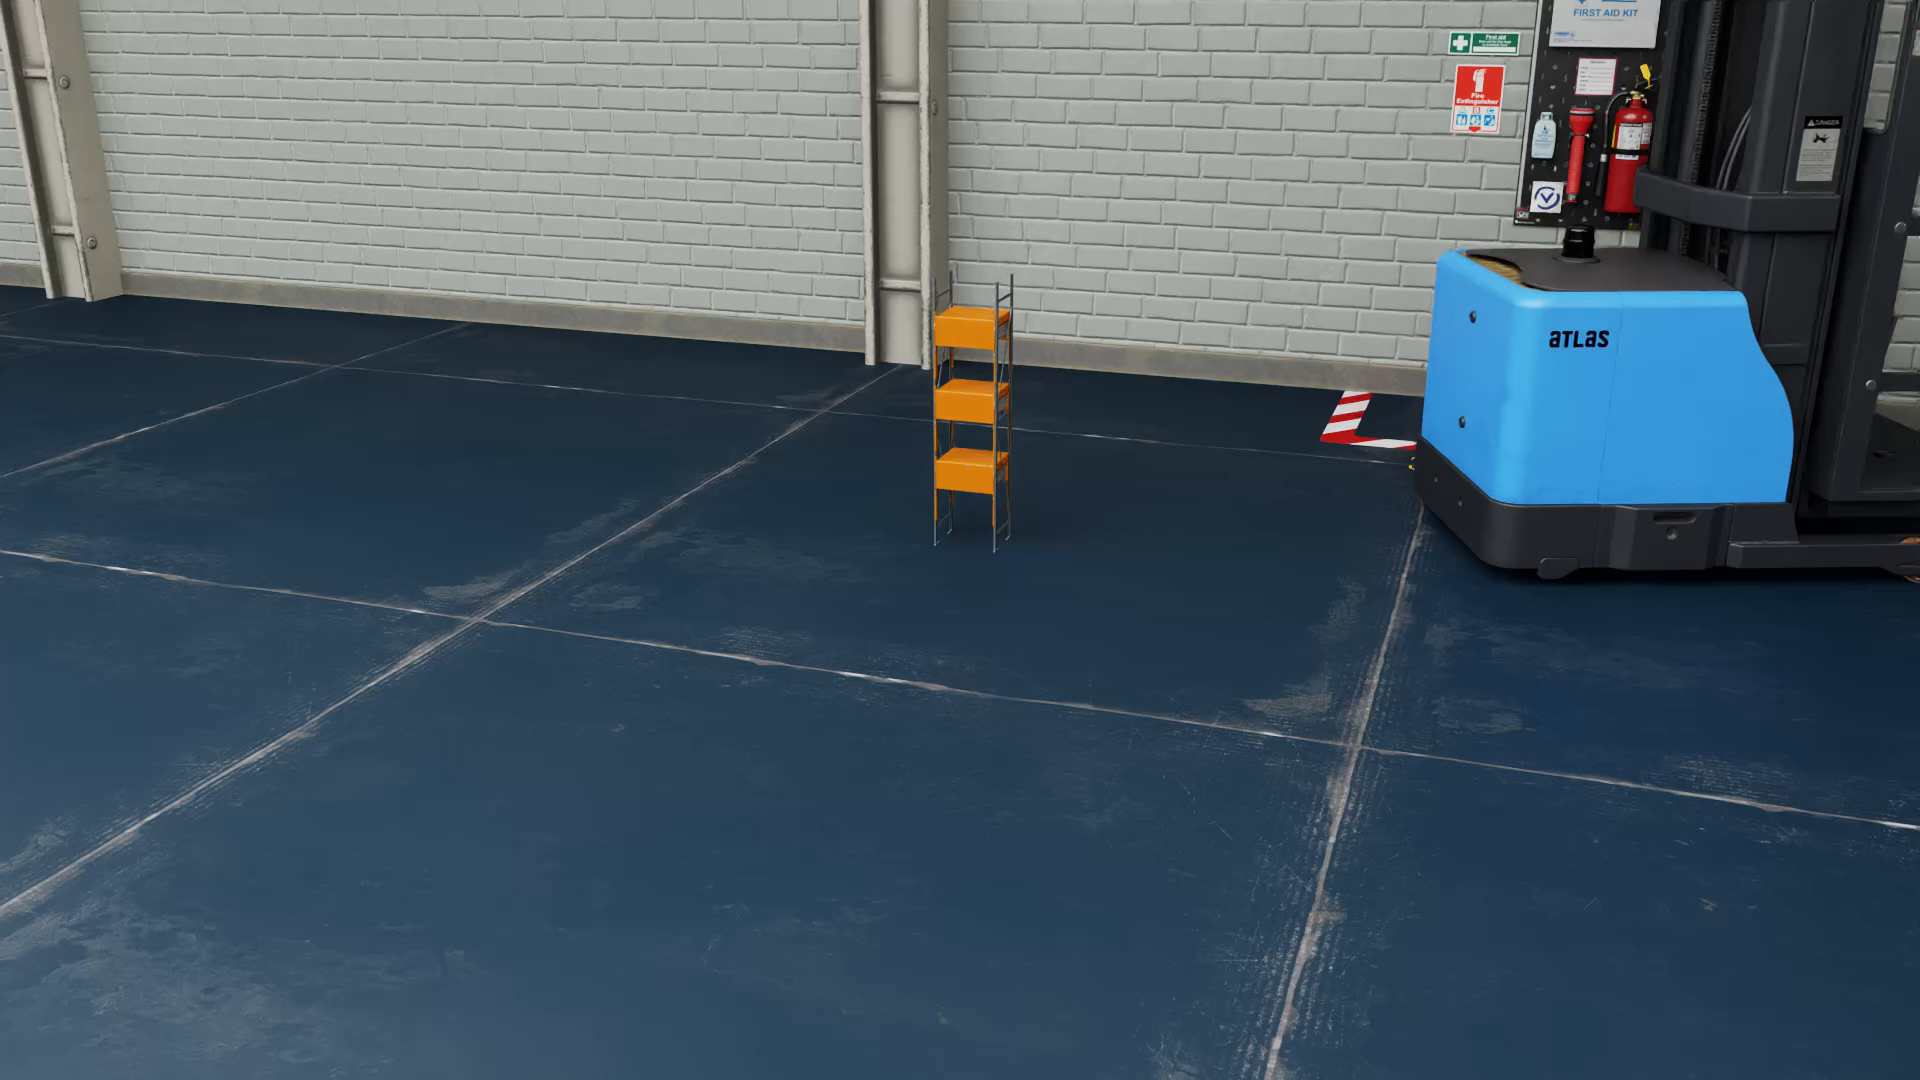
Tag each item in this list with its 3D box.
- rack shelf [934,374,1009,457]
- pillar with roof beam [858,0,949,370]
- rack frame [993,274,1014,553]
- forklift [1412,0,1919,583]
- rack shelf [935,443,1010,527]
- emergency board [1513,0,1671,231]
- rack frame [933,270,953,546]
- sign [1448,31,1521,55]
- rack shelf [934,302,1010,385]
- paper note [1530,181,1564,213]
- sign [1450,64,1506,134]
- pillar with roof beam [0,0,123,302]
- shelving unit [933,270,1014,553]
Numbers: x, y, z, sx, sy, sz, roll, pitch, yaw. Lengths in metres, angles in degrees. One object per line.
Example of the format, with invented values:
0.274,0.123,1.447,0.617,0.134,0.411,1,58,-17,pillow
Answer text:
0.051,-0.480,6.390,0.240,0.259,0.215,7,20,18,rack shelf
-1.714,-3.933,4.189,0.400,9.000,9.100,7,20,18,pillar with roof beam
0.166,-0.477,6.349,0.008,1.050,0.200,7,20,18,rack frame
3.422,-1.400,6.140,3.031,2.935,1.130,-1,19,-2,forklift
0.051,-0.218,6.482,0.240,0.259,0.215,7,20,18,rack shelf
3.045,-2.070,7.957,0.643,1.169,0.194,7,20,18,emergency board
-0.065,-0.503,6.425,0.008,1.050,0.200,7,20,18,rack frame
2.558,-2.425,8.118,0.331,0.109,0.001,7,20,18,sign
0.051,-0.748,6.297,0.240,0.259,0.215,7,20,18,rack shelf
2.900,-1.694,8.218,0.142,0.148,0.016,7,20,18,paper note
2.556,-2.178,8.214,0.234,0.329,0.001,7,20,18,sign
-7.381,-4.581,6.048,0.400,9.000,9.100,7,20,18,pillar with roof beam
0.051,-0.490,6.387,0.252,1.050,0.215,7,20,18,shelving unit
